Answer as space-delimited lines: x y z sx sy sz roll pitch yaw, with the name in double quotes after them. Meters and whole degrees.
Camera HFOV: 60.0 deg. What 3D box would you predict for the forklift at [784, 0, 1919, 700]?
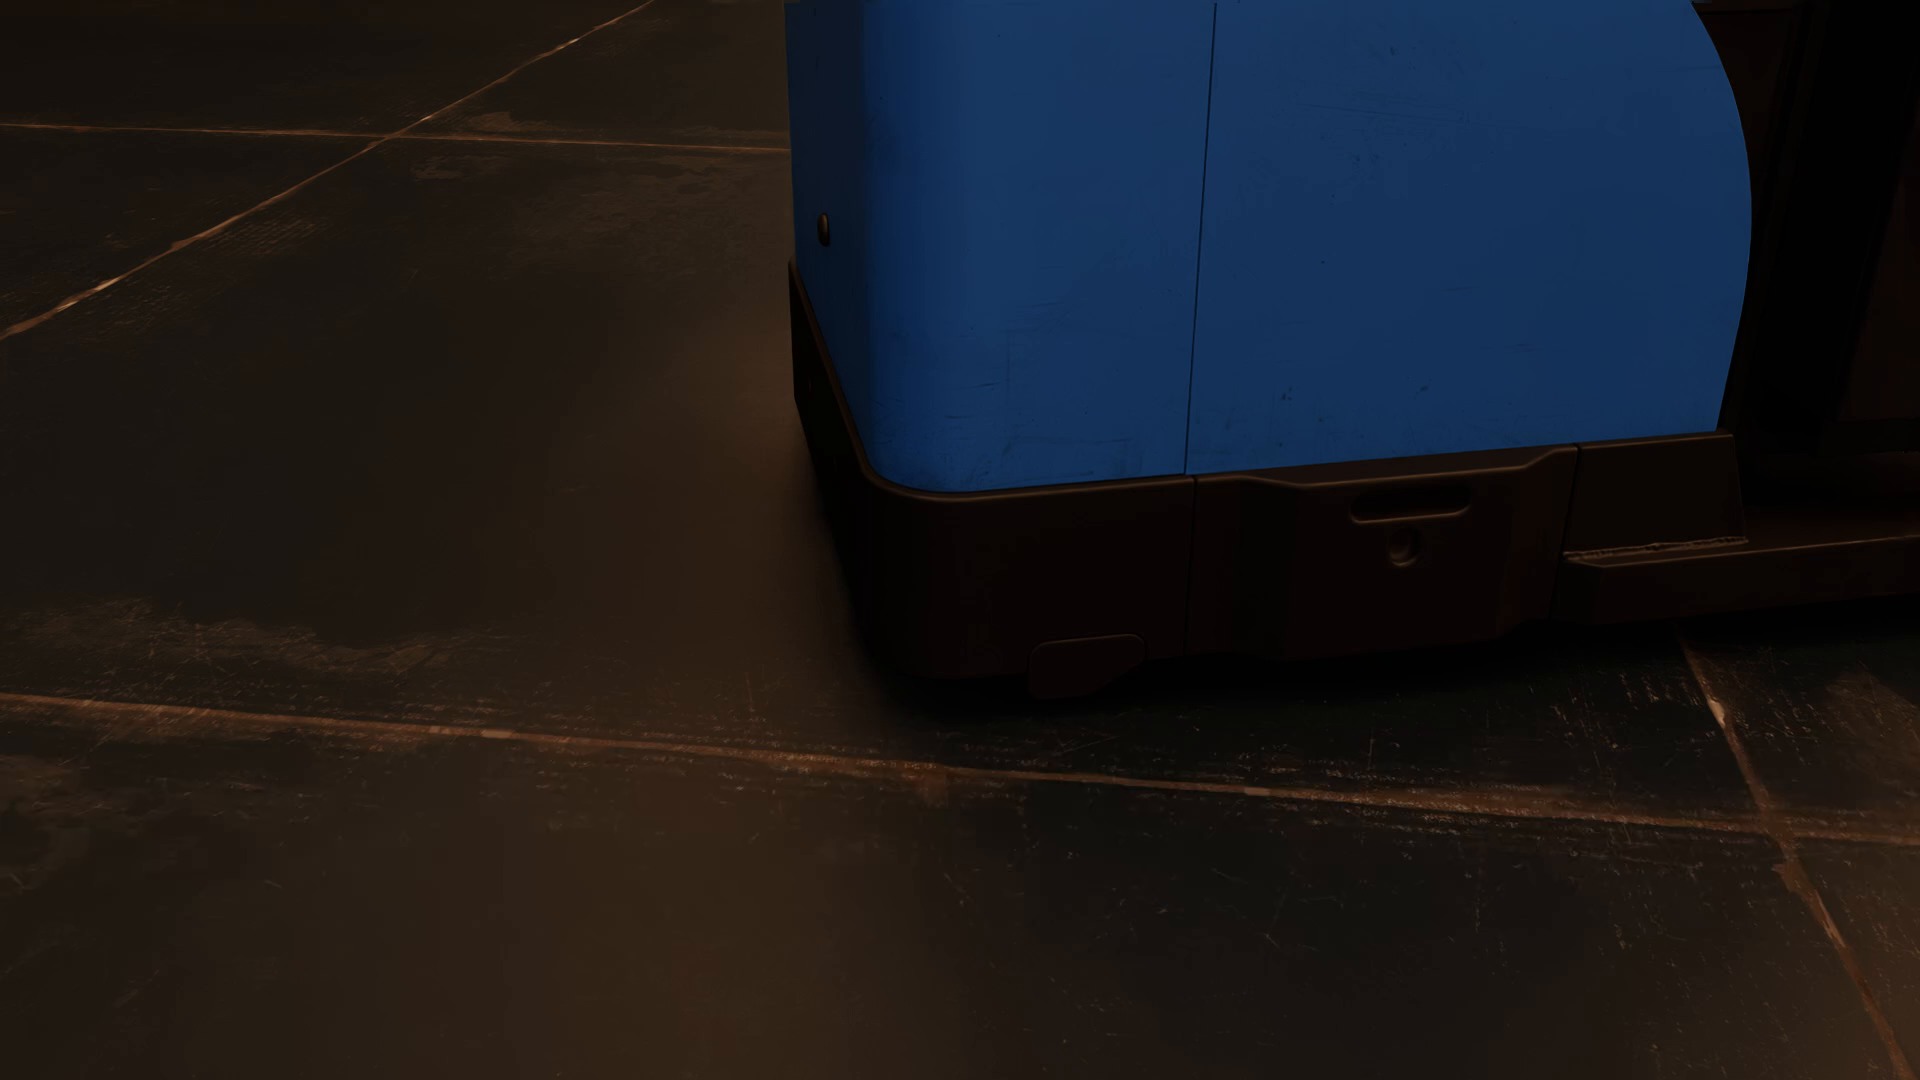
1.289 -1.430 2.084 3.031 2.935 1.130 -5 27 -10 "forklift"
